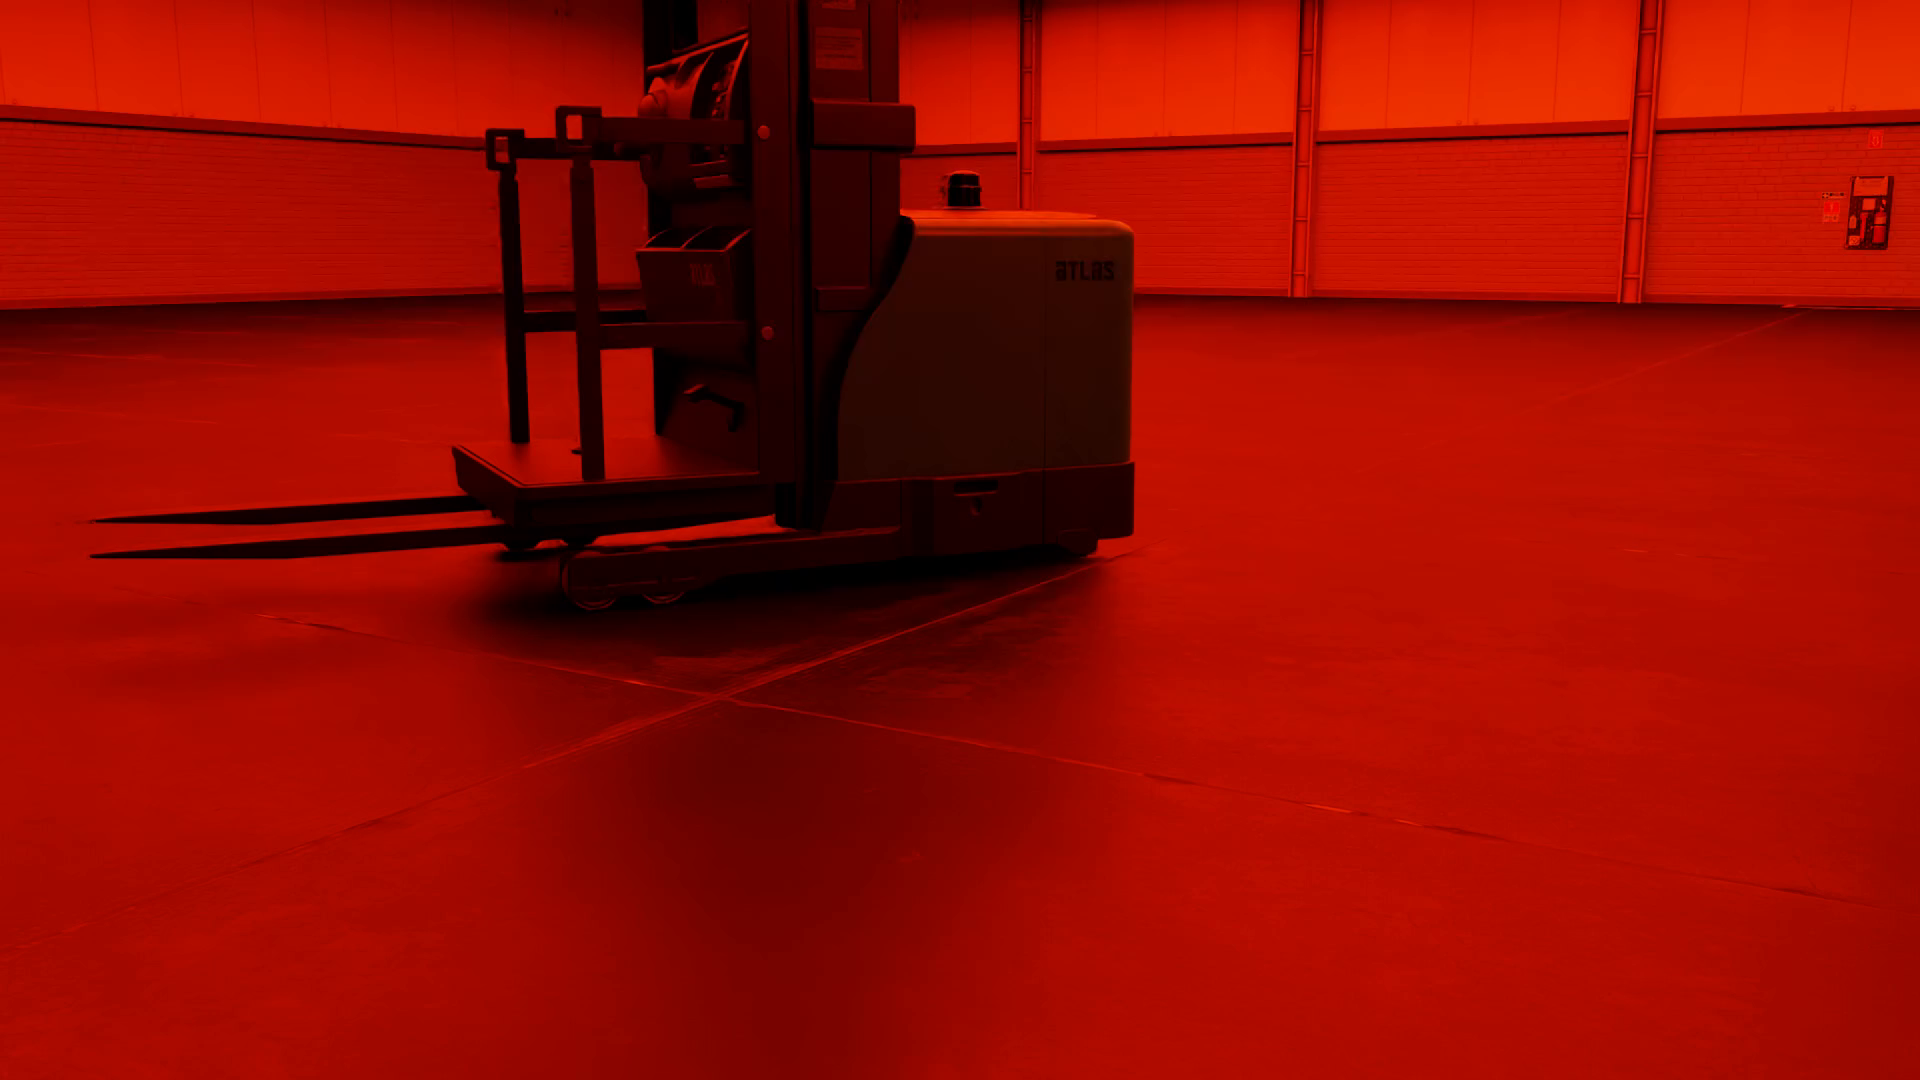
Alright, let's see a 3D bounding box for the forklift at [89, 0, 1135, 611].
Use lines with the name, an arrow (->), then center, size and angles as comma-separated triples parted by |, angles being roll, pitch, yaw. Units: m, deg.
forklift -> -0.989, -1.352, 4.942 | 3.031, 2.935, 1.130 | -5, 11, -26
